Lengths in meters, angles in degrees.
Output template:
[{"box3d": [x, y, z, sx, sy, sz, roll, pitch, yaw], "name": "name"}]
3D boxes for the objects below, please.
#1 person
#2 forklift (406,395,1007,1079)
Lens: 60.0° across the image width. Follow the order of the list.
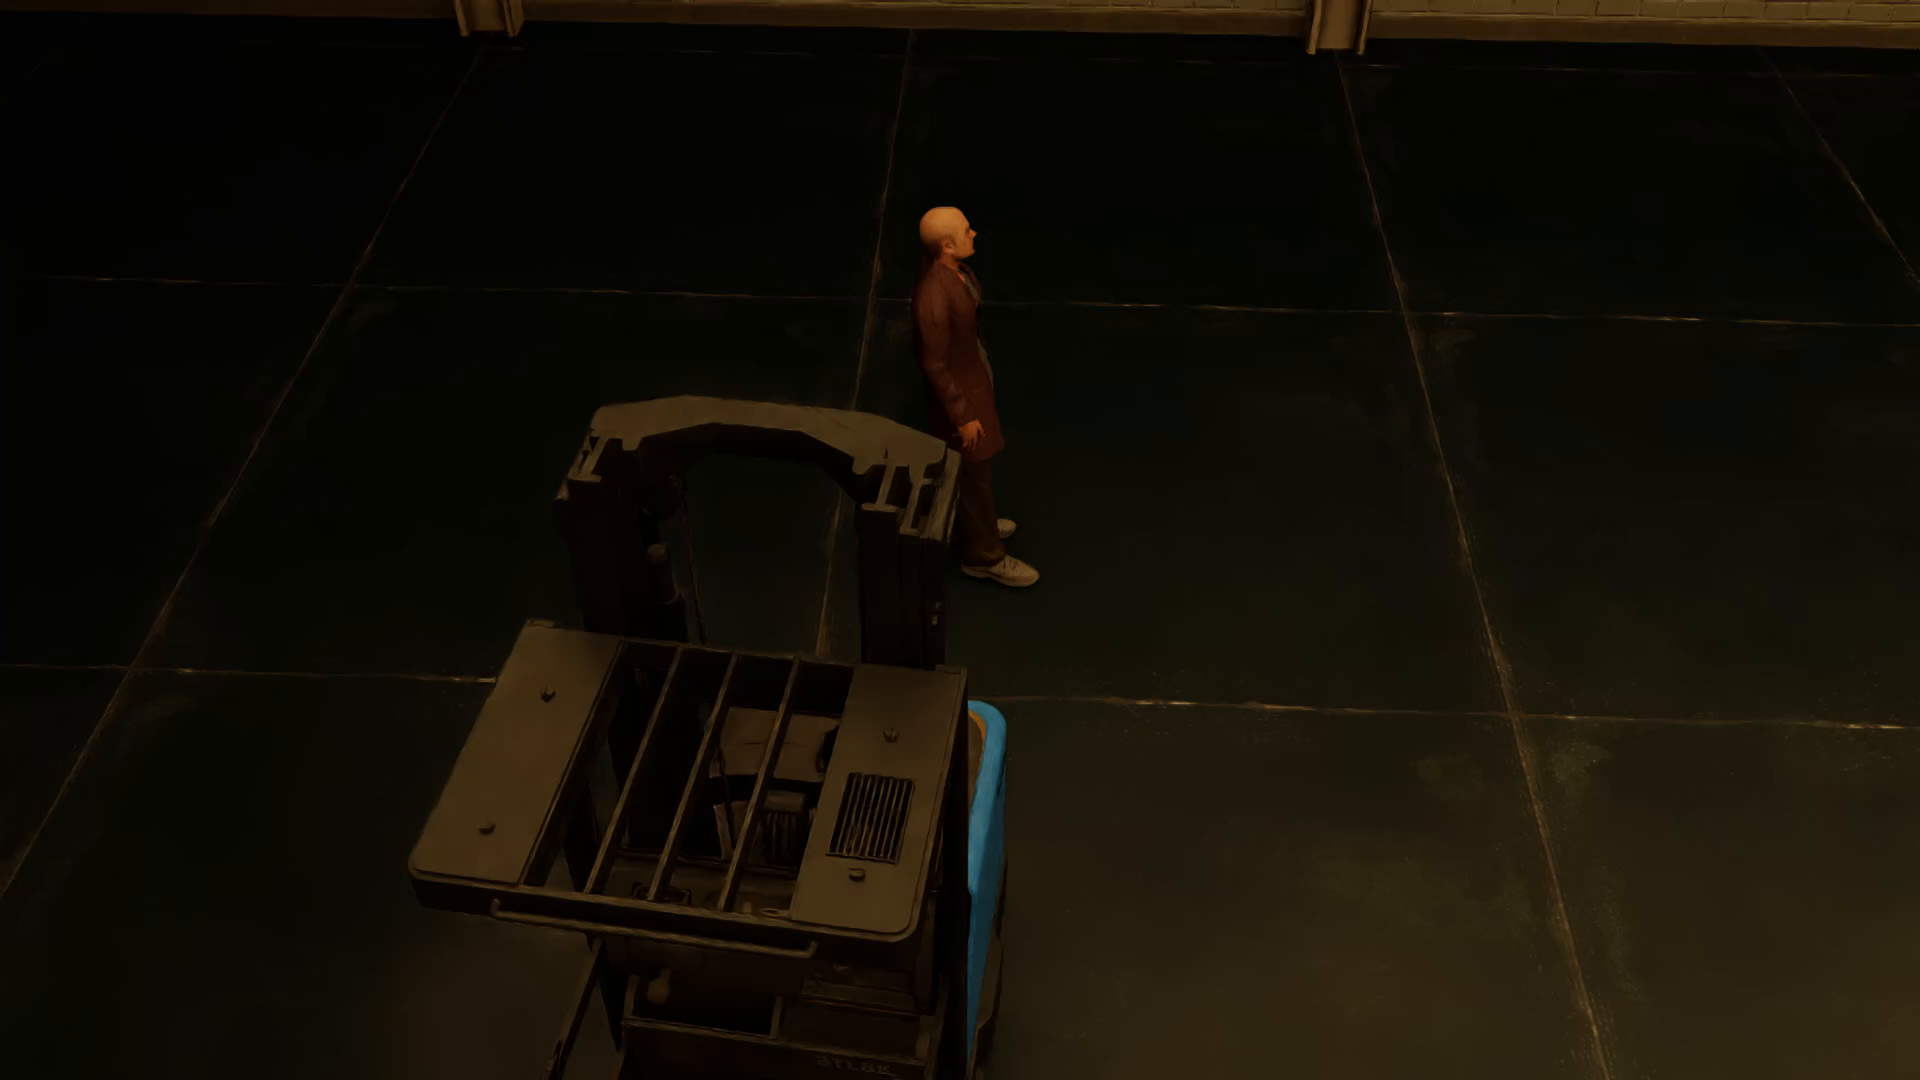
[{"box3d": [0.091, -0.656, 7.306, 0.580, 1.776, 0.694, 2, 42, 2], "name": "person"}, {"box3d": [-0.561, 1.204, 4.423, 1.130, 2.935, 3.031, 6, 43, 6], "name": "forklift"}]
